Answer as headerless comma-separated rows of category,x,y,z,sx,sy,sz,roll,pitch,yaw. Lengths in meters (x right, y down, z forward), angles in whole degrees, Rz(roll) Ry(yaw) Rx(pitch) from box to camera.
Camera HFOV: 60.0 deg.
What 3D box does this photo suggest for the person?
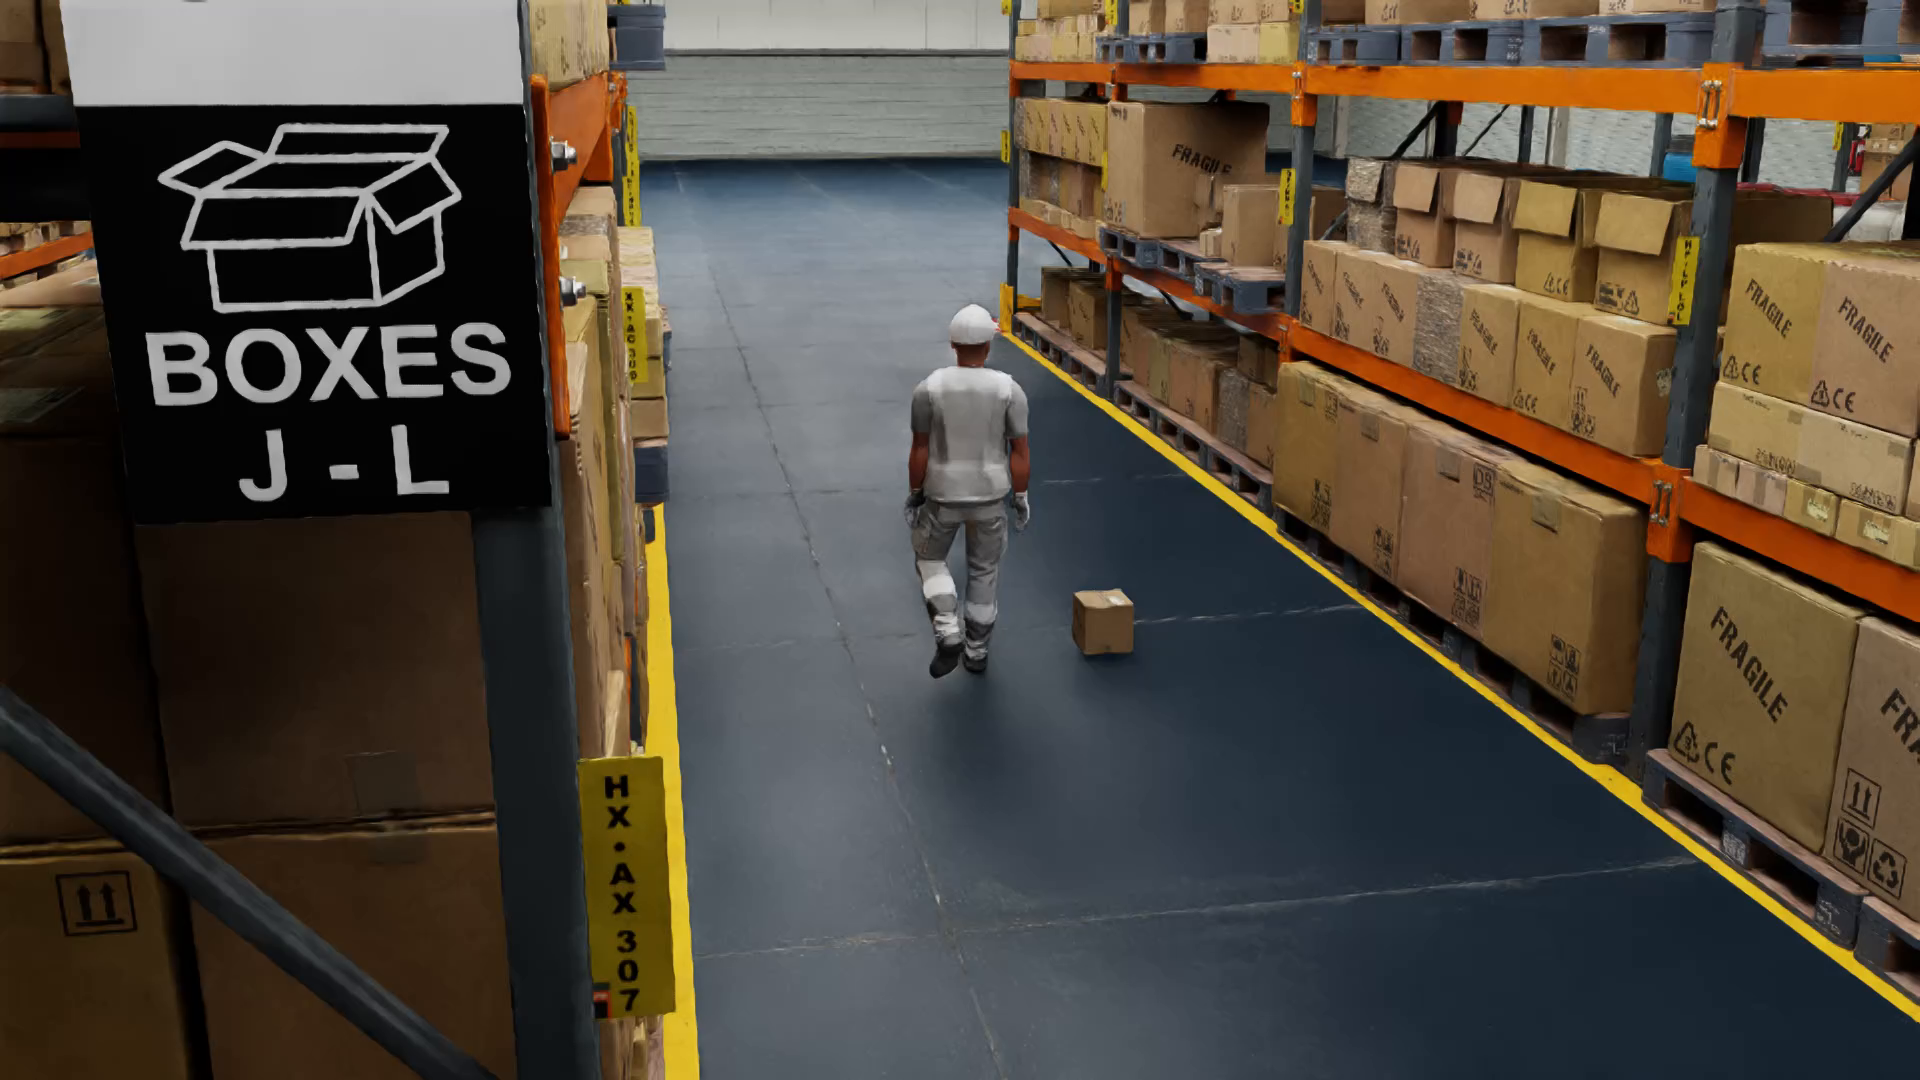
person,0.029,-0.220,7.726,0.584,1.779,0.632,-1,16,-3
